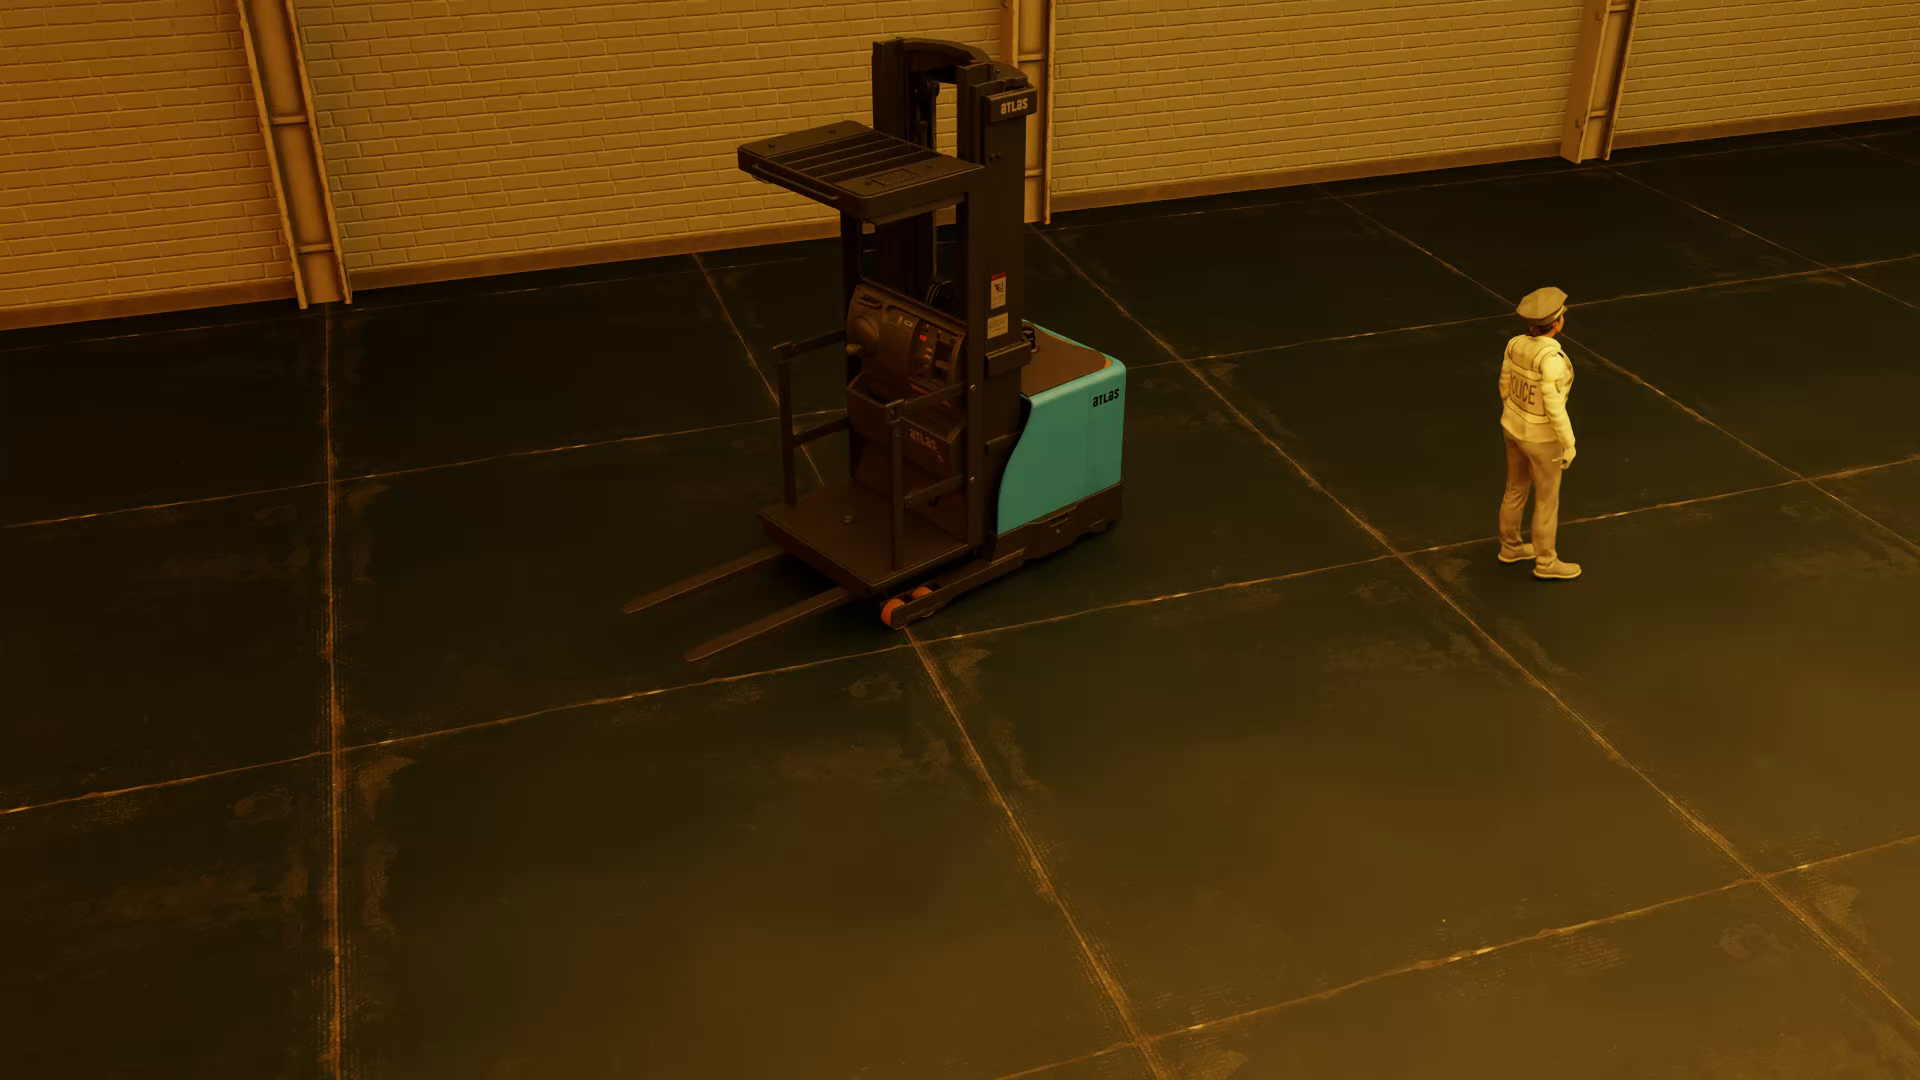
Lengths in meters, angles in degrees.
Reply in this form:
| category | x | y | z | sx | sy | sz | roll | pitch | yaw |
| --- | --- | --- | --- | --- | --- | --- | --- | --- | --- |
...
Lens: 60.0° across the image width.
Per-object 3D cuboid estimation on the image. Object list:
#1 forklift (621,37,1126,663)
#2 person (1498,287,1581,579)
| category | x | y | z | sx | sy | sz | roll | pitch | yaw |
| --- | --- | --- | --- | --- | --- | --- | --- | --- | --- |
| forklift | -0.461 | -1.072 | 8.951 | 3.031 | 2.935 | 1.130 | -23 | 37 | -34 |
| person | 3.290 | -0.611 | 9.383 | 0.518 | 1.701 | 0.575 | -9 | 31 | -16 |
